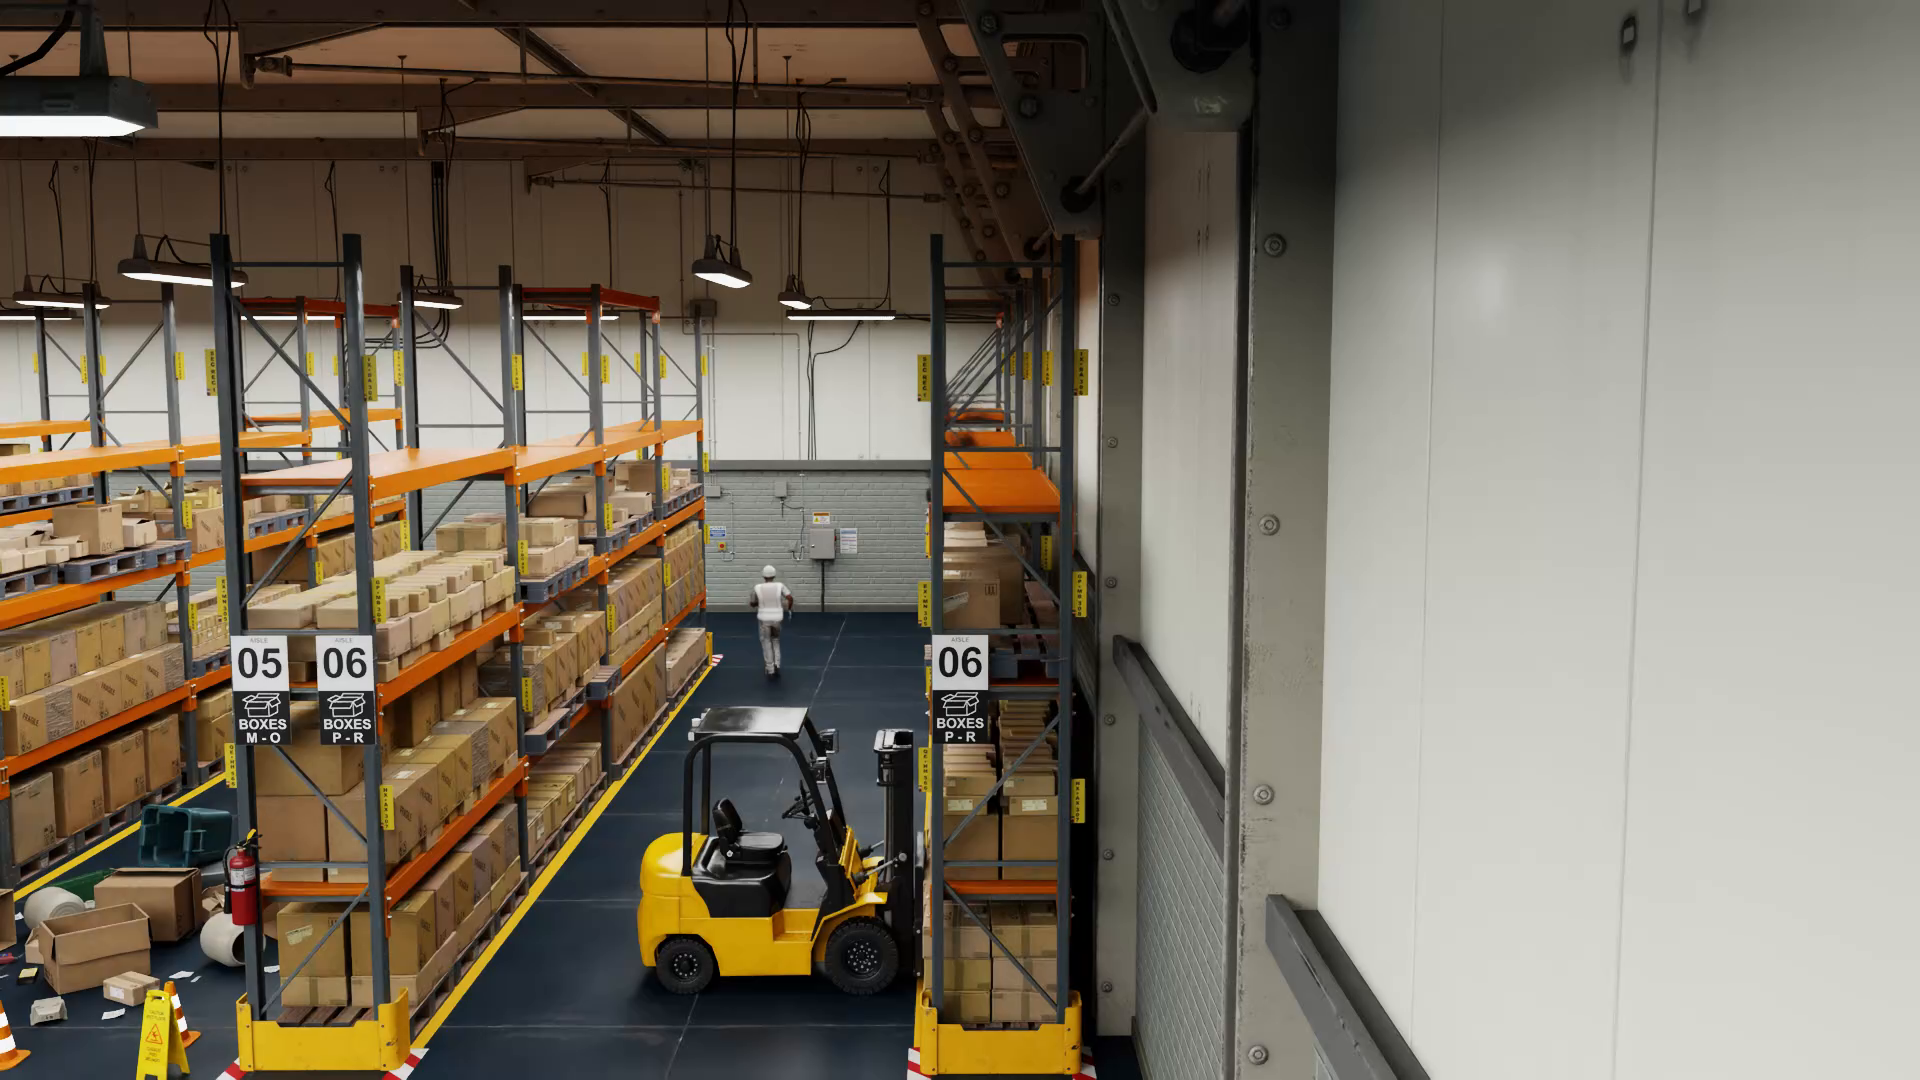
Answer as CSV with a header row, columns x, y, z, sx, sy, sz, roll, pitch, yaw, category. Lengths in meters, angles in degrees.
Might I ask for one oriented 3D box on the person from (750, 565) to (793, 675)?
x,y,z,sx,sy,sz,roll,pitch,yaw,category
-3.054,1.321,26.814,0.657,1.841,0.770,-2,7,-18,person
